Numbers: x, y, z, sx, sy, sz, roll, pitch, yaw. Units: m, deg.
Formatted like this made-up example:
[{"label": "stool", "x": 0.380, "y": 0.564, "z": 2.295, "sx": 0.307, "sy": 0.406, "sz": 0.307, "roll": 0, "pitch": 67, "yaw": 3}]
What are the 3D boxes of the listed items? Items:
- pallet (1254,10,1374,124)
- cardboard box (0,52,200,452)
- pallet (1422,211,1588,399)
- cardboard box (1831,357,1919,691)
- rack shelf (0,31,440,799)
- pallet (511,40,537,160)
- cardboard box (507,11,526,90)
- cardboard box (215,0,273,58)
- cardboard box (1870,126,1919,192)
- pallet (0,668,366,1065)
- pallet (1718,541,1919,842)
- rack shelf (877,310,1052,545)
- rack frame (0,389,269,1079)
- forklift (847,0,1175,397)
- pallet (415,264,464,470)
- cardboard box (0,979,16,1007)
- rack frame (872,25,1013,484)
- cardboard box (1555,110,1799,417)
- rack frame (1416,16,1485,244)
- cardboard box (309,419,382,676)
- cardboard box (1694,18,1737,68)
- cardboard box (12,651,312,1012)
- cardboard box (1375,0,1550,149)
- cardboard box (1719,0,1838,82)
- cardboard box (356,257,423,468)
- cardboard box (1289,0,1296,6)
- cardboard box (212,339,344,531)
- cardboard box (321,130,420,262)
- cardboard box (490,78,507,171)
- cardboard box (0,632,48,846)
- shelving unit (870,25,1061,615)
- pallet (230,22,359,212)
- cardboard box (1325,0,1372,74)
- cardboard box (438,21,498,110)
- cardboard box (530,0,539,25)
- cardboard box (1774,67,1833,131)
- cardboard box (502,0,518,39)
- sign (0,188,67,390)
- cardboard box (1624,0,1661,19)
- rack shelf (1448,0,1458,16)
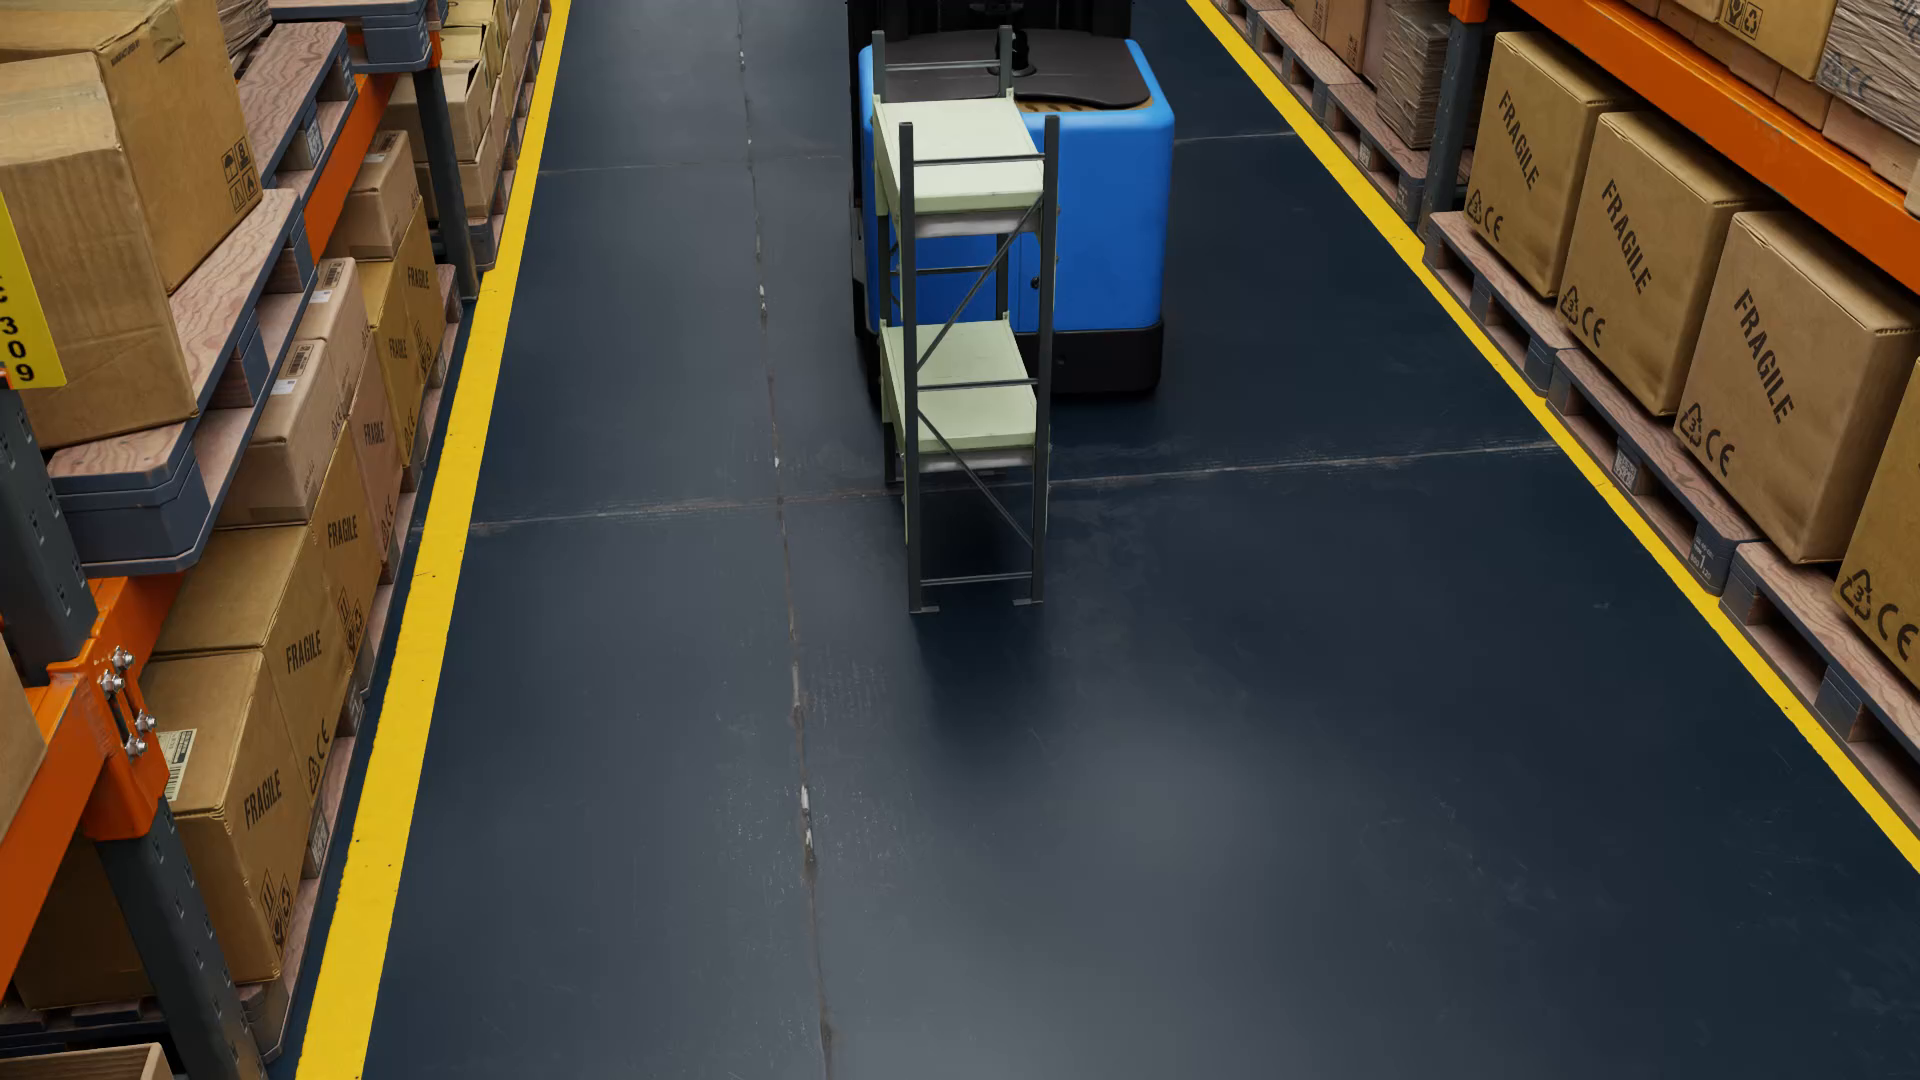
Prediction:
[{"label": "pallet", "x": 2.210, "y": -2.527, "z": 8.771, "sx": 1.003, "sy": 0.211, "sz": 1.213, "roll": -4, "pitch": 35, "yaw": -6}, {"label": "cardboard box", "x": -1.738, "y": -0.451, "z": 2.786, "sx": 0.700, "sy": 0.500, "sz": 0.500, "roll": -16, "pitch": 37, "yaw": -22}, {"label": "pallet", "x": 2.506, "y": -0.966, "z": 6.480, "sx": 1.003, "sy": 0.211, "sz": 1.213, "roll": -4, "pitch": 35, "yaw": -6}, {"label": "cardboard box", "x": 2.796, "y": 0.030, "z": 4.079, "sx": 0.750, "sy": 0.750, "sz": 0.750, "roll": -4, "pitch": 34, "yaw": -6}, {"label": "rack shelf", "x": -2.165, "y": -0.774, "z": 4.360, "sx": 1.077, "sy": 0.370, "sz": 4.000, "roll": -4, "pitch": 35, "yaw": -6}, {"label": "pallet", "x": -2.667, "y": -2.176, "z": 8.256, "sx": 1.003, "sy": 0.211, "sz": 1.213, "roll": -4, "pitch": 35, "yaw": -6}, {"label": "cardboard box", "x": -2.426, "y": -2.395, "z": 8.169, "sx": 0.500, "sy": 0.250, "sz": 0.500, "roll": -4, "pitch": 34, "yaw": -5}, {"label": "cardboard box", "x": -2.304, "y": -1.534, "z": 4.376, "sx": 0.700, "sy": 0.500, "sz": 0.500, "roll": 2, "pitch": 34, "yaw": 3}, {"label": "cardboard box", "x": 2.578, "y": -0.975, "z": 4.222, "sx": 0.380, "sy": 0.149, "sz": 0.250, "roll": -4, "pitch": 35, "yaw": -6}, {"label": "pallet", "x": -2.043, "y": 0.747, "z": 3.967, "sx": 1.003, "sy": 0.211, "sz": 1.213, "roll": -4, "pitch": 35, "yaw": -6}, {"label": "pallet", "x": 2.834, "y": 0.395, "z": 4.482, "sx": 1.003, "sy": 0.211, "sz": 1.213, "roll": -4, "pitch": 35, "yaw": -6}, {"label": "rack shelf", "x": -0.001, "y": -0.354, "z": 5.017, "sx": 0.431, "sy": 0.370, "sz": 0.720, "roll": -4, "pitch": 35, "yaw": -6}, {"label": "rack frame", "x": -1.893, "y": 0.045, "z": 2.520, "sx": 0.949, "sy": 2.616, "sz": 0.053, "roll": -4, "pitch": 35, "yaw": -6}, {"label": "forklift", "x": 0.092, "y": -2.514, "z": 6.336, "sx": 1.130, "sy": 2.935, "sz": 3.031, "roll": -2, "pitch": 34, "yaw": -4}, {"label": "pallet", "x": -2.371, "y": -0.615, "z": 5.965, "sx": 1.003, "sy": 0.211, "sz": 1.213, "roll": -4, "pitch": 35, "yaw": -6}, {"label": "cardboard box", "x": -2.246, "y": 0.643, "z": 3.472, "sx": 0.500, "sy": 0.500, "sz": 0.500, "roll": -5, "pitch": 35, "yaw": -7}, {"label": "rack frame", "x": -0.050, "y": -0.828, "z": 5.133, "sx": 0.400, "sy": 1.500, "sz": 0.023, "roll": -4, "pitch": 35, "yaw": -6}, {"label": "cardboard box", "x": 2.555, "y": -0.940, "z": 5.501, "sx": 0.750, "sy": 0.750, "sz": 0.750, "roll": -5, "pitch": 35, "yaw": -7}, {"label": "rack frame", "x": 2.474, "y": -2.564, "z": 6.349, "sx": 1.000, "sy": 3.000, "sz": 0.127, "roll": -4, "pitch": 35, "yaw": -6}, {"label": "cardboard box", "x": -1.862, "y": 0.032, "z": 4.369, "sx": 0.500, "sy": 0.500, "sz": 0.500, "roll": -4, "pitch": 34, "yaw": -6}, {"label": "cardboard box", "x": 2.490, "y": -1.551, "z": 5.068, "sx": 0.380, "sy": 0.149, "sz": 0.250, "roll": -4, "pitch": 34, "yaw": -6}, {"label": "cardboard box", "x": -1.720, "y": 0.608, "z": 3.523, "sx": 0.500, "sy": 0.500, "sz": 0.500, "roll": -6, "pitch": 35, "yaw": -9}, {"label": "cardboard box", "x": 2.326, "y": -2.111, "z": 7.513, "sx": 0.700, "sy": 0.500, "sz": 0.500, "roll": -4, "pitch": 34, "yaw": -6}, {"label": "cardboard box", "x": 2.491, "y": -1.586, "z": 4.543, "sx": 0.500, "sy": 0.500, "sz": 0.500, "roll": -3, "pitch": 34, "yaw": -5}, {"label": "cardboard box", "x": -2.006, "y": -0.543, "z": 5.212, "sx": 0.500, "sy": 0.500, "sz": 0.500, "roll": -6, "pitch": 35, "yaw": -8}, {"label": "cardboard box", "x": 2.171, "y": -3.251, "z": 9.186, "sx": 0.700, "sy": 0.500, "sz": 0.500, "roll": -5, "pitch": 35, "yaw": -7}, {"label": "cardboard box", "x": -1.854, "y": -0.260, "z": 4.131, "sx": 0.500, "sy": 0.250, "sz": 0.500, "roll": -4, "pitch": 35, "yaw": -6}, {"label": "cardboard box", "x": -2.064, "y": -1.110, "z": 5.379, "sx": 0.500, "sy": 0.250, "sz": 0.500, "roll": -3, "pitch": 34, "yaw": -5}, {"label": "cardboard box", "x": -2.282, "y": -1.819, "z": 7.324, "sx": 0.500, "sy": 0.250, "sz": 0.500, "roll": -5, "pitch": 35, "yaw": -8}, {"label": "cardboard box", "x": -1.575, "y": 0.263, "z": 2.111, "sx": 0.500, "sy": 0.500, "sz": 0.500, "roll": -4, "pitch": 34, "yaw": -6}, {"label": "shelving unit", "x": -0.001, "y": -0.623, "z": 4.833, "sx": 0.431, "sy": 1.500, "sz": 0.755, "roll": -4, "pitch": 35, "yaw": -6}, {"label": "pallet", "x": -2.168, "y": -1.023, "z": 4.258, "sx": 1.003, "sy": 0.211, "sz": 1.213, "roll": -4, "pitch": 35, "yaw": -6}, {"label": "cardboard box", "x": 2.277, "y": -2.682, "z": 8.351, "sx": 0.700, "sy": 0.500, "sz": 0.500, "roll": -5, "pitch": 35, "yaw": -7}, {"label": "cardboard box", "x": -2.292, "y": -2.063, "z": 7.184, "sx": 0.500, "sy": 0.311, "sz": 0.500, "roll": -5, "pitch": 35, "yaw": -8}, {"label": "cardboard box", "x": -2.563, "y": -2.964, "z": 9.005, "sx": 0.500, "sy": 0.250, "sz": 0.500, "roll": -5, "pitch": 35, "yaw": -7}, {"label": "cardboard box", "x": 2.534, "y": -1.265, "z": 4.648, "sx": 0.380, "sy": 0.149, "sz": 0.250, "roll": -3, "pitch": 34, "yaw": -5}, {"label": "cardboard box", "x": -2.428, "y": -2.635, "z": 8.023, "sx": 0.500, "sy": 0.311, "sz": 0.500, "roll": -5, "pitch": 35, "yaw": -7}, {"label": "sign", "x": -1.359, "y": -0.358, "z": 2.343, "sx": 0.100, "sy": 0.325, "sz": 0.005, "roll": -4, "pitch": 35, "yaw": -6}, {"label": "cardboard box", "x": 2.422, "y": -1.840, "z": 5.492, "sx": 0.380, "sy": 0.149, "sz": 0.250, "roll": -5, "pitch": 35, "yaw": -7}, {"label": "rack shelf", "x": 2.205, "y": -3.383, "z": 8.189, "sx": 1.077, "sy": 0.370, "sz": 4.000, "roll": -4, "pitch": 35, "yaw": -6}]
